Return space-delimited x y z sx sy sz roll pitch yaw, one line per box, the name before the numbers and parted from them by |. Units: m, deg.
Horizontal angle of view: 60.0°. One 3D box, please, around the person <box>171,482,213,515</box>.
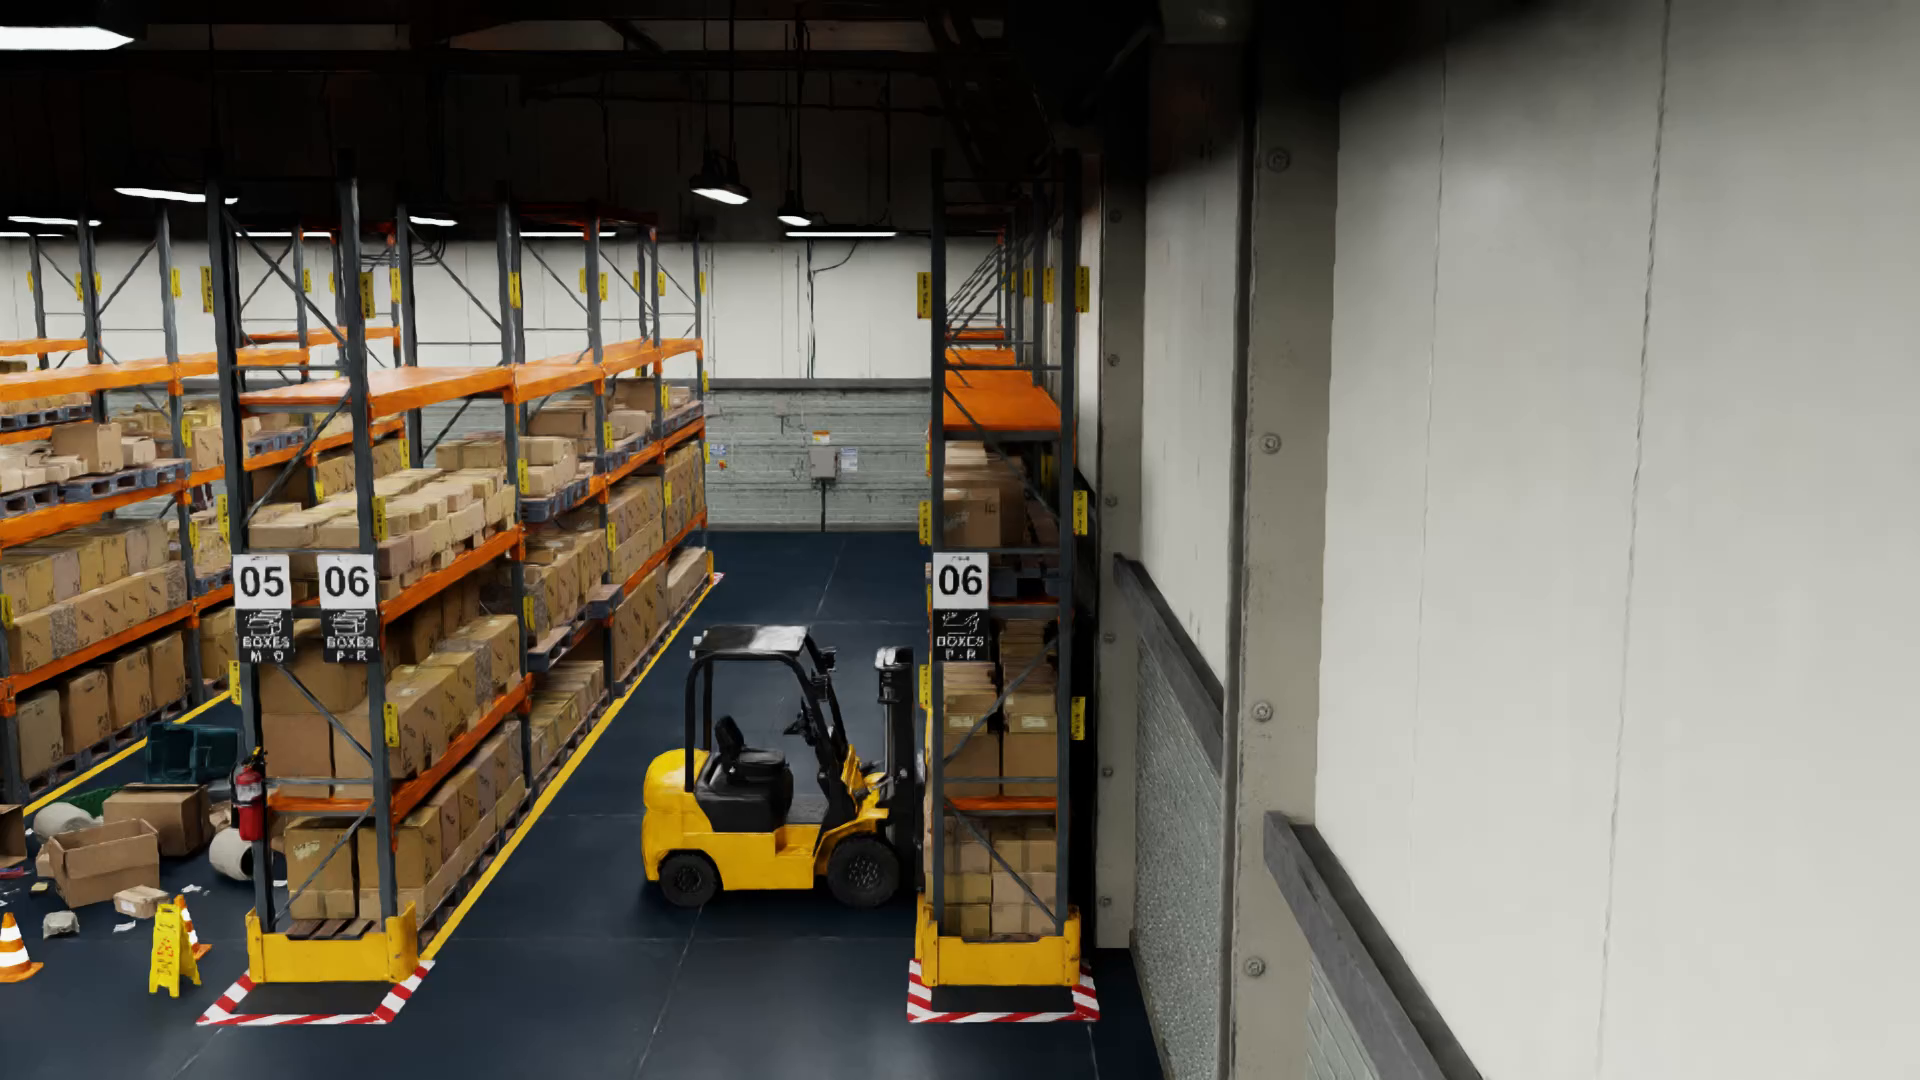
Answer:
person | -14.416 -0.686 31.265 0.735 1.712 0.904 -3 10 -17
